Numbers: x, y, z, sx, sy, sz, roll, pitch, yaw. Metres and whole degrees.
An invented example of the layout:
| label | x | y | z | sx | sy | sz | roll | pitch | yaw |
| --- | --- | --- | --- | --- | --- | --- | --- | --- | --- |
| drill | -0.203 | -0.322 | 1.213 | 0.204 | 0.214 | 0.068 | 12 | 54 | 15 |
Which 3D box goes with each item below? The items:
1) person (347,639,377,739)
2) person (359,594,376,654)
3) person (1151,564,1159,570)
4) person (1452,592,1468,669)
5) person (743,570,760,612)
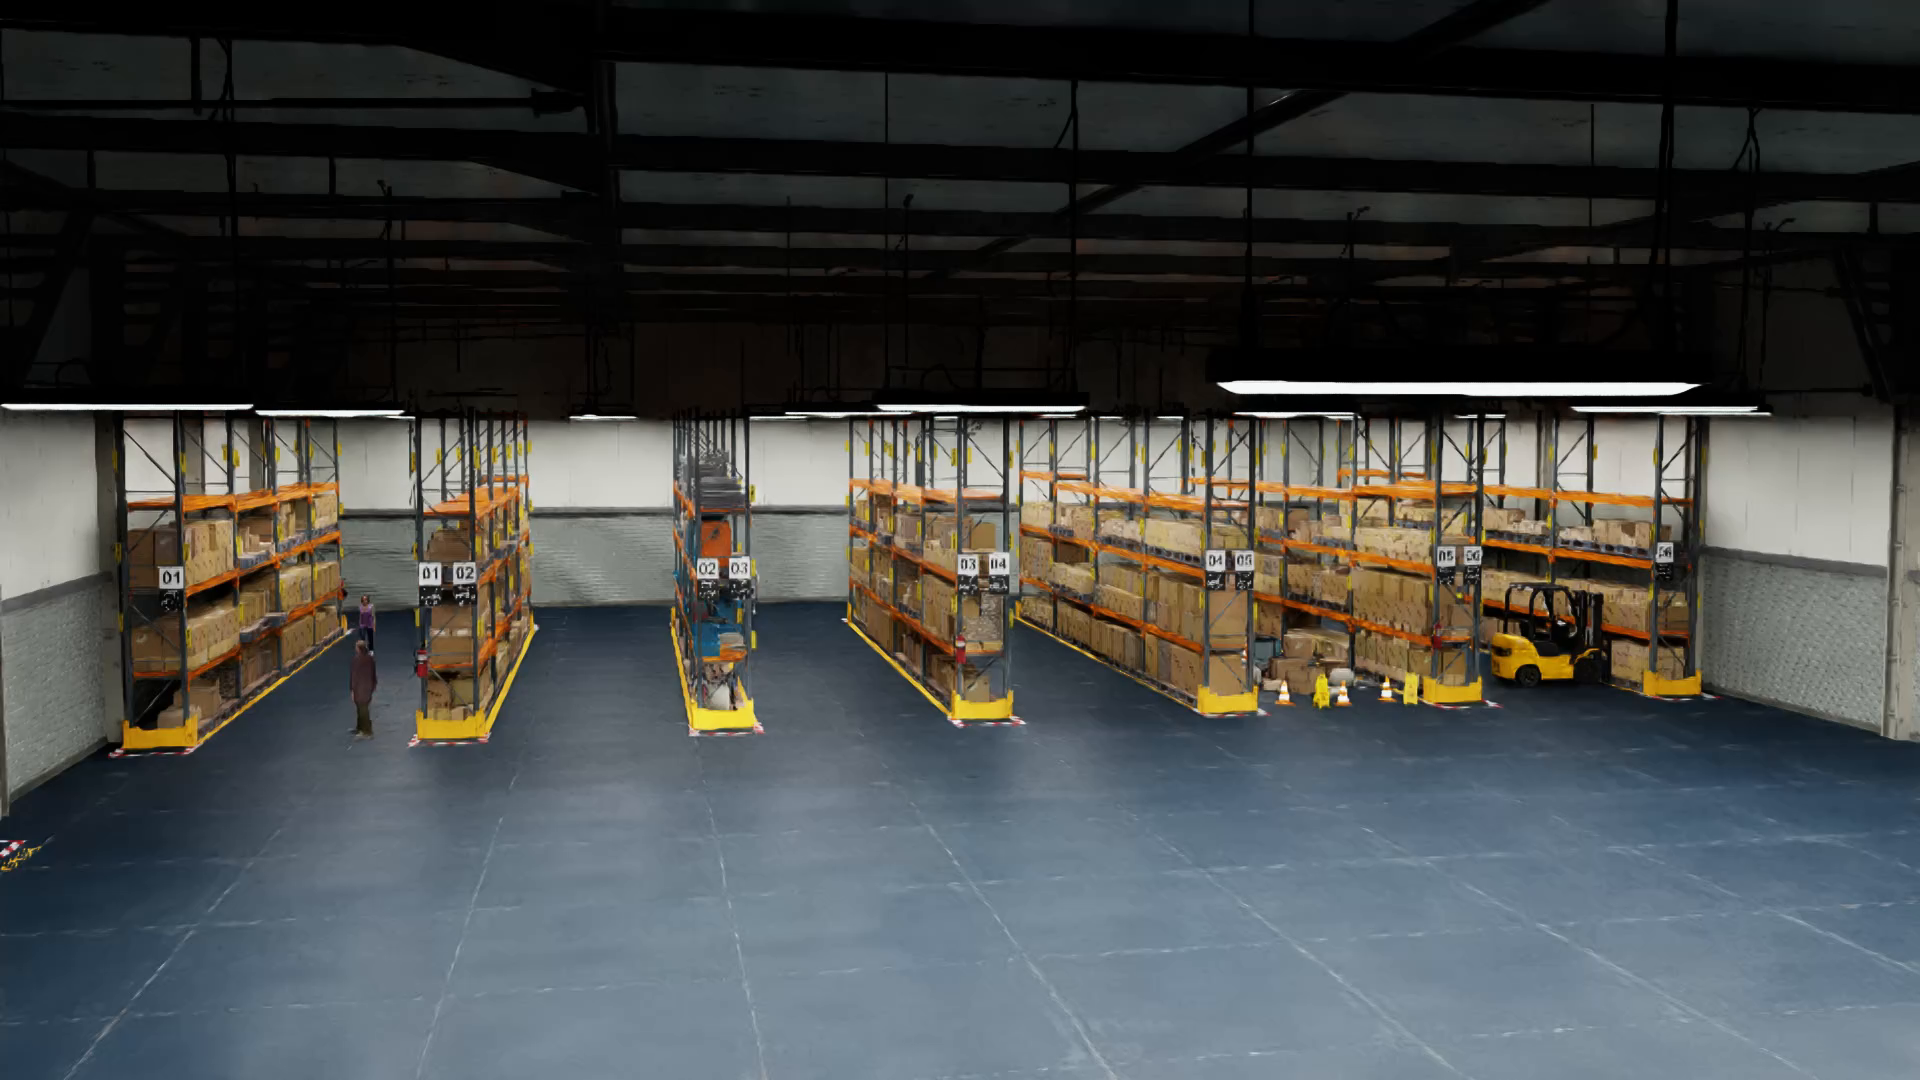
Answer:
| label | x | y | z | sx | sy | sz | roll | pitch | yaw |
| --- | --- | --- | --- | --- | --- | --- | --- | --- | --- |
| person | -10.884 | 2.678 | 30.137 | 0.672 | 1.771 | 0.775 | 1 | 4 | 13 |
| person | -14.364 | 2.077 | 40.332 | 0.430 | 1.540 | 0.949 | -1 | 4 | -12 |
| person | 5.595 | 1.513 | 47.704 | 0.489 | 1.630 | 0.675 | 0 | 4 | -4 |
| person | 11.519 | 2.083 | 38.582 | 0.580 | 1.763 | 0.673 | 1 | 4 | 19 |
| person | -6.282 | 1.412 | 49.919 | 0.566 | 1.541 | 0.519 | -1 | 4 | -14 |
